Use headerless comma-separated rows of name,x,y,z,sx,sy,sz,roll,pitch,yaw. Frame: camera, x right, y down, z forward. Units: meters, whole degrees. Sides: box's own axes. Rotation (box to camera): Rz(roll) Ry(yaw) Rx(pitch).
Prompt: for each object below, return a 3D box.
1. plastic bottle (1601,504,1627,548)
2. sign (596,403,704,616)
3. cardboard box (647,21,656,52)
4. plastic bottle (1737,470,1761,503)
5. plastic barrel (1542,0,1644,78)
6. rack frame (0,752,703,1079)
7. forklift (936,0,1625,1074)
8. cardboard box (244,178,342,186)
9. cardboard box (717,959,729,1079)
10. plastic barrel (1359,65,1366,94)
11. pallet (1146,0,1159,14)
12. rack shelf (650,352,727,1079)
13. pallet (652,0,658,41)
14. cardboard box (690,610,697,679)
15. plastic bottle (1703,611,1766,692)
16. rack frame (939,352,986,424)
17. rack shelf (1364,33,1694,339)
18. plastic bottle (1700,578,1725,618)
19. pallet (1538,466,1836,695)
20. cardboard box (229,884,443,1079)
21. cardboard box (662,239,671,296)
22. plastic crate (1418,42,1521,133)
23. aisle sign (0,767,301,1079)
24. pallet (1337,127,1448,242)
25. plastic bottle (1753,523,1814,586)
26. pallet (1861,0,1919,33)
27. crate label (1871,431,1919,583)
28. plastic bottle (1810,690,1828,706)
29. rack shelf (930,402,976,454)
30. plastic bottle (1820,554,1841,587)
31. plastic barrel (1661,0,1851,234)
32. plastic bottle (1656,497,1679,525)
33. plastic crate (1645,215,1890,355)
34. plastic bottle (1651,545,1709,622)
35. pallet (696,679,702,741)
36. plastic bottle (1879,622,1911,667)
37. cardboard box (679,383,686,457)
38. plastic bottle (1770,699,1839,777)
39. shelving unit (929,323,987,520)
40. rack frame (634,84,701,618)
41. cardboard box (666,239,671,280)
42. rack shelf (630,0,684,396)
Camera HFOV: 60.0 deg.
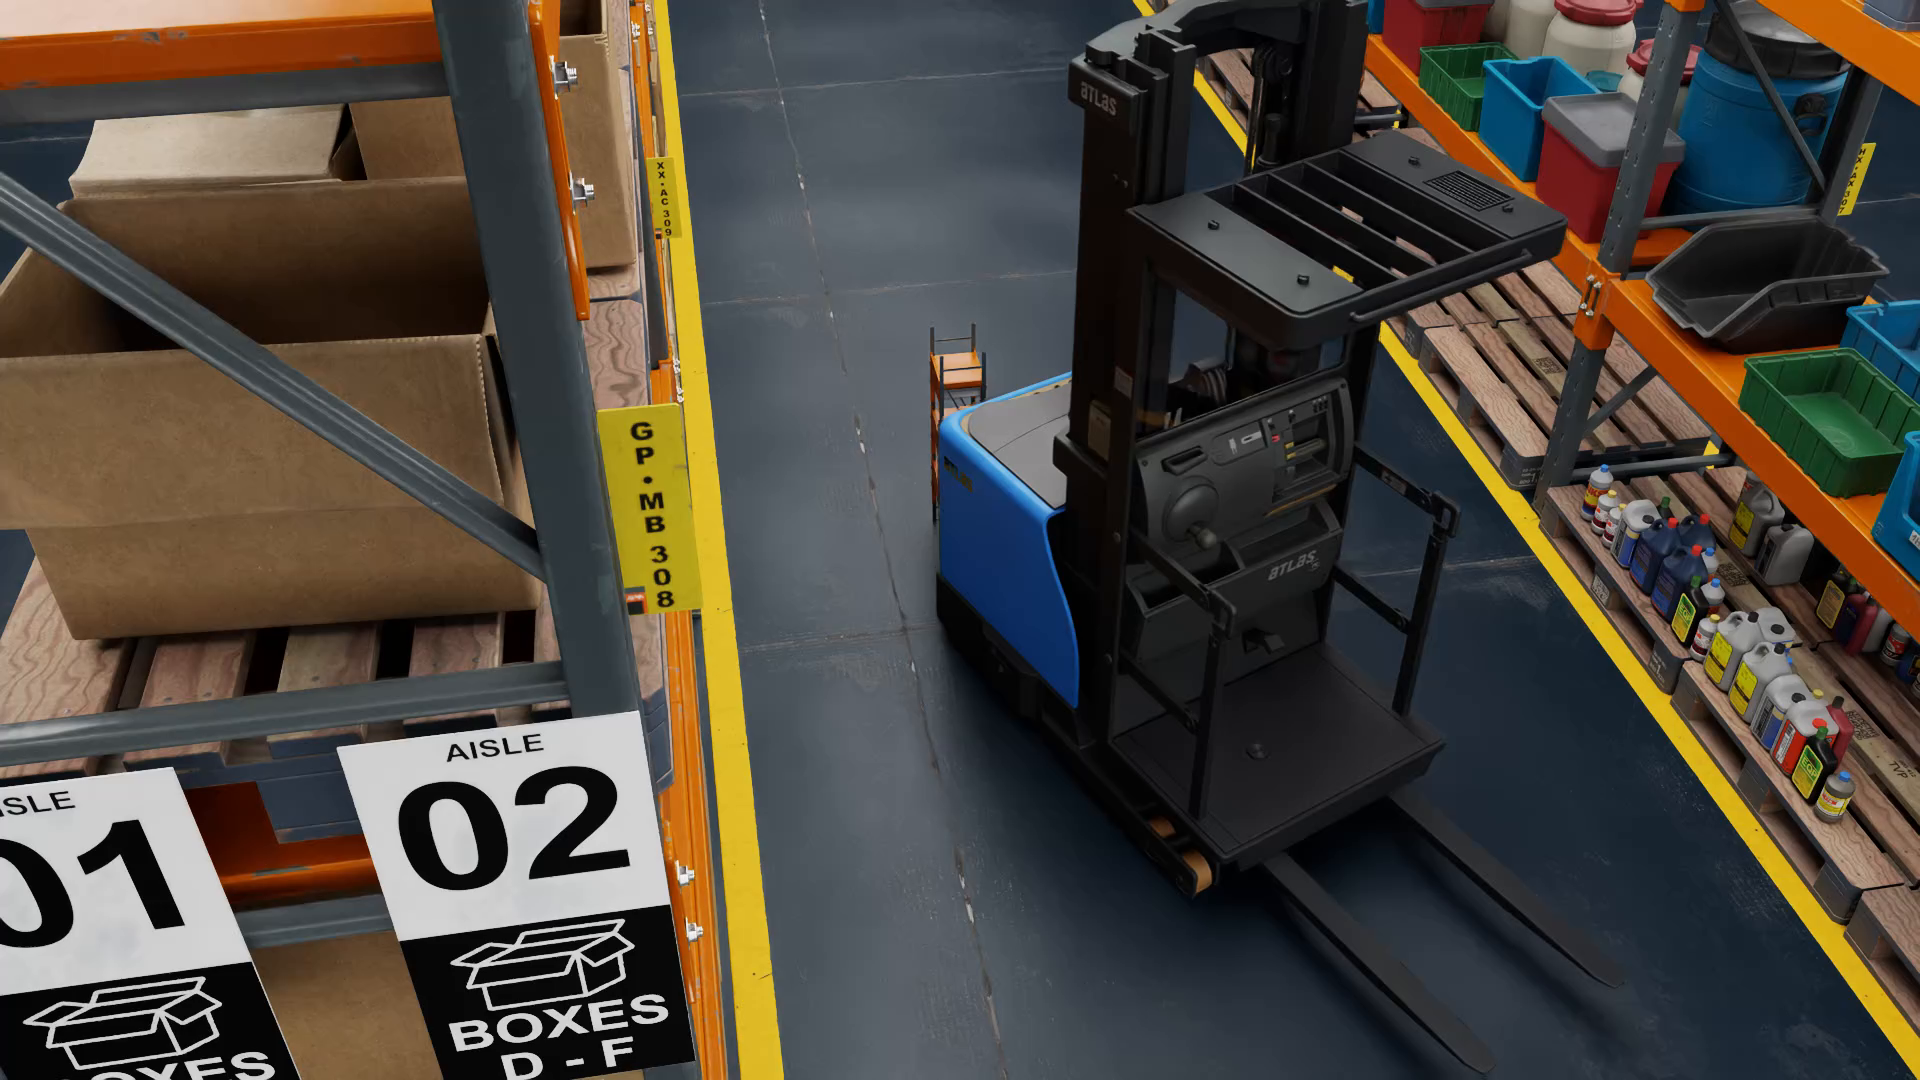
plastic bottle,2.896,-0.069,7.316,0.097,0.201,0.097,0,38,0
sign,-0.393,-0.033,2.126,0.100,0.325,0.005,-6,38,-8
cardboard box,-2.239,-3.056,10.918,0.500,0.500,0.500,-8,38,-10
plastic bottle,3.606,-0.246,7.544,0.097,0.201,0.097,0,38,0
plastic barrel,3.155,-2.461,8.362,0.433,0.535,0.433,0,38,0
rack frame,-0.940,1.584,3.266,1.000,3.000,0.127,-6,38,-8
forklift,1.114,-0.196,5.613,1.130,2.935,3.031,-21,43,-25
cardboard box,-1.402,-0.430,3.079,0.500,0.250,0.500,-6,38,-8
cardboard box,-0.994,1.552,5.206,0.500,0.250,0.500,-6,38,-8
plastic barrel,2.432,-3.381,11.084,0.600,0.830,0.708,-6,38,-8
pallet,1.927,-4.623,13.528,1.003,0.211,1.213,-6,38,-8
rack shelf,-1.291,0.660,5.042,1.077,0.370,4.000,-6,38,-8
pallet,-2.864,-4.076,12.824,1.003,0.211,1.213,-6,38,-8
cardboard box,-1.345,0.344,6.761,0.500,0.250,0.500,-6,38,-8
plastic bottle,3.076,0.413,6.574,0.144,0.351,0.185,-7,38,-8
rack frame,0.012,-0.373,7.375,0.200,1.050,0.008,-6,38,-8
rack shelf,2.885,-2.287,8.835,1.077,0.370,4.000,-6,38,-8
plastic bottle,3.064,0.272,6.820,0.097,0.271,0.097,0,38,0
pallet,3.312,0.149,7.387,1.003,0.211,1.213,-6,38,-8
cardboard box,-1.019,0.717,3.243,0.700,0.500,0.500,-6,38,-8
cardboard box,-1.740,-1.338,8.470,0.500,0.311,0.500,-5,38,-7
plastic crate,2.652,-2.300,8.439,0.450,0.188,0.662,-6,38,-8
aisle sign,-1.218,0.629,2.377,0.394,0.787,0.004,-6,38,-8
pallet,2.632,-2.205,10.417,1.003,0.211,1.213,-6,38,-8
plastic bottle,3.525,0.044,7.110,0.152,0.276,0.135,-6,38,-8
pallet,3.458,-2.047,5.649,1.213,0.211,1.003,-6,38,-8
crate label,3.348,-0.043,5.332,0.502,0.435,0.616,-6,38,-8
plastic bottle,3.261,0.659,6.379,0.097,0.201,0.097,0,38,0
rack shelf,-0.009,-0.439,7.476,0.215,0.259,0.240,-6,38,-8
plastic bottle,3.736,0.104,7.026,0.061,0.283,0.133,-4,38,-5
plastic barrel,3.466,-1.827,7.247,0.600,0.901,0.708,-6,38,-8
plastic bottle,3.048,-0.044,7.217,0.061,0.283,0.133,-6,38,-8
plastic crate,3.202,-1.008,6.653,0.767,0.338,0.504,-6,38,-8
plastic bottle,3.002,0.156,6.905,0.144,0.351,0.185,-8,39,-10
pallet,-1.543,0.754,6.607,1.003,0.211,1.213,-6,38,-8
plastic bottle,3.795,0.405,6.706,0.097,0.201,0.097,0,38,0
cardboard box,-1.557,-0.491,7.836,0.500,0.250,0.500,-5,38,-7
plastic bottle,3.166,0.738,6.217,0.152,0.276,0.135,-6,38,-8
shelving unit,-0.009,-0.447,7.470,0.215,1.050,0.252,-6,38,-8
rack frame,-1.642,-0.832,6.376,1.000,3.000,0.127,-6,38,-8
cardboard box,-1.831,-1.422,9.034,0.500,0.250,0.500,-5,38,-7
rack shelf,-1.992,-1.756,8.152,1.077,0.370,4.000,-6,38,-8
